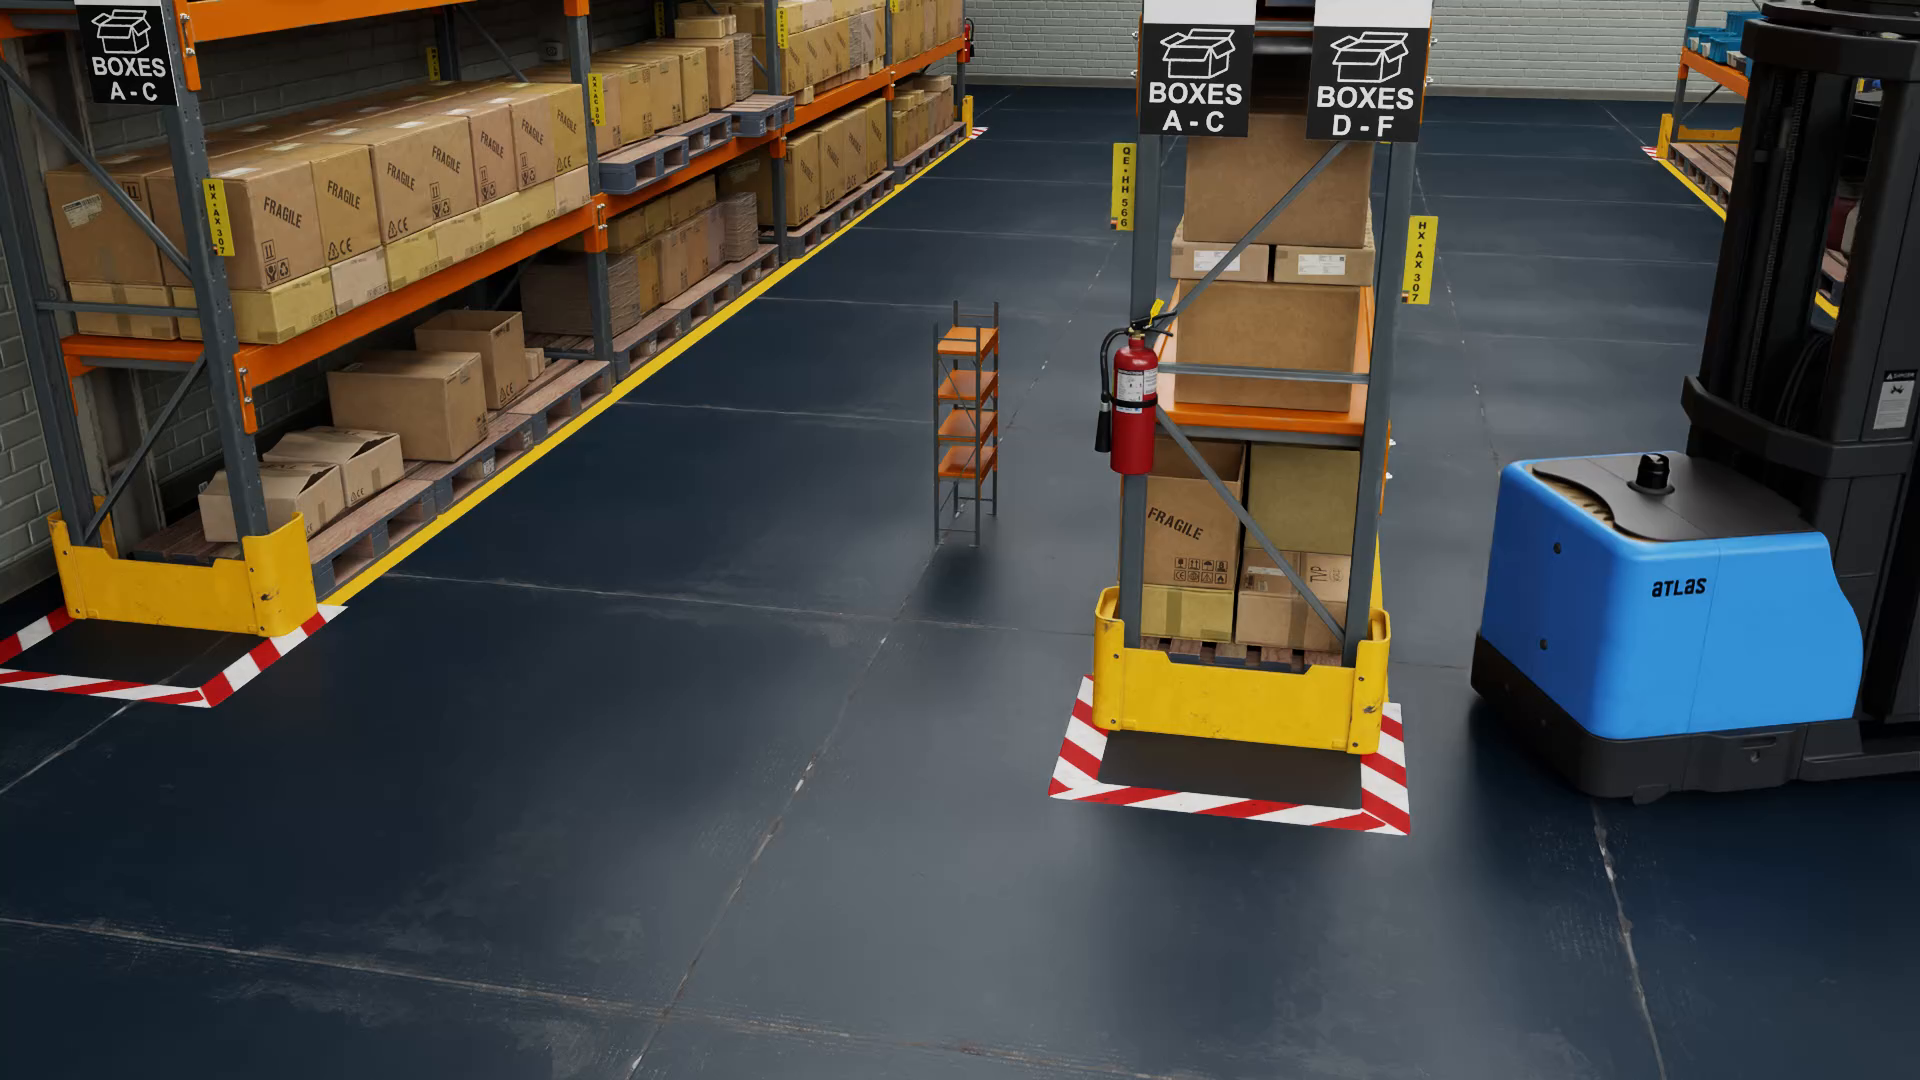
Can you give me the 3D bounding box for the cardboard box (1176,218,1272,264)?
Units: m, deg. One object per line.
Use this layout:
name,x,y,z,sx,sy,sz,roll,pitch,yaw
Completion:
cardboard box,1.097,-1.235,6.904,0.380,0.149,0.250,5,22,12

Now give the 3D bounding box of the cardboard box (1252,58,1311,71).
cardboard box,1.578,-2.036,8.023,0.700,0.500,0.500,4,22,11

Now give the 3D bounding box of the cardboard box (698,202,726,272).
cardboard box,-2.379,-2.538,13.897,0.700,0.500,0.500,4,22,11

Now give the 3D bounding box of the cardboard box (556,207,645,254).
cardboard box,-2.660,-2.301,12.306,0.500,0.250,0.500,4,22,10

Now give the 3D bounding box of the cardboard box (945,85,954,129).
cardboard box,-0.477,-5.638,21.620,0.700,0.500,0.500,4,22,11

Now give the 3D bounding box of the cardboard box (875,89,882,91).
cardboard box,-1.008,-5.349,20.035,0.380,0.149,0.250,5,22,11

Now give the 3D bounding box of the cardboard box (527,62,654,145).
cardboard box,-2.622,-3.115,11.850,0.700,0.500,0.500,7,23,16

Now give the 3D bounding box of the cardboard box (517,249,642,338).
cardboard box,-2.747,-1.792,12.046,0.700,0.500,0.500,5,23,13

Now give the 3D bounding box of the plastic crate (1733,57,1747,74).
plastic crate,8.416,-4.978,17.486,0.437,0.125,0.590,4,22,11

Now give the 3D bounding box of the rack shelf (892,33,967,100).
rack shelf,-0.840,-5.801,20.205,1.077,0.370,4.000,4,22,11

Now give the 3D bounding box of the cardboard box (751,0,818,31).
cardboard box,-1.611,-4.825,15.255,0.500,0.250,0.500,4,22,10

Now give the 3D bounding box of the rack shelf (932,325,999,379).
rack shelf,0.034,-0.982,8.633,0.258,0.148,0.480,4,22,11

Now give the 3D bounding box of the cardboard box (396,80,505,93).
cardboard box,-3.181,-2.609,10.486,0.500,0.500,0.500,4,22,10

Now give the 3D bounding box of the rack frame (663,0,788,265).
rack frame,-2.065,-3.940,14.622,1.000,3.000,0.127,4,22,11

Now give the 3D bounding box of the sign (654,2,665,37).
sign,-2.609,-4.518,14.507,0.100,0.325,0.005,4,22,11

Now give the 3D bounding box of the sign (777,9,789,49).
sign,-1.531,-4.403,14.326,0.100,0.325,0.005,4,22,11

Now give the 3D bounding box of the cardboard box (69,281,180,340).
cardboard box,-3.791,-1.140,7.843,0.500,0.250,0.500,5,22,12

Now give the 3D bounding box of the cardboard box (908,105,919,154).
cardboard box,-0.890,-4.888,19.758,0.700,0.500,0.500,4,22,10

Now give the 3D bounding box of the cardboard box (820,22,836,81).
cardboard box,-1.497,-4.664,15.861,0.500,0.500,0.500,4,22,11

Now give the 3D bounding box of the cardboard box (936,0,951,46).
cardboard box,-0.664,-6.551,20.703,0.980,0.700,0.700,4,22,10

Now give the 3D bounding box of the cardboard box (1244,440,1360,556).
cardboard box,1.581,-0.267,7.617,0.500,0.500,0.500,4,22,11

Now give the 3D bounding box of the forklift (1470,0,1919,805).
forklift,3.753,-0.611,6.448,3.031,2.935,1.130,-4,22,-10

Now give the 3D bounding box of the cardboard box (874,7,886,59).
cardboard box,-1.096,-5.409,17.709,0.500,0.500,0.500,4,22,10

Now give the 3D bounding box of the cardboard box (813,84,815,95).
cardboard box,-1.599,-4.315,15.862,0.380,0.149,0.250,5,22,12

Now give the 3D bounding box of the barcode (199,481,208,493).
barcode,-3.856,-0.259,8.479,0.001,0.075,0.075,4,22,11

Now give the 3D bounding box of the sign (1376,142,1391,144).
sign,2.513,-2.498,9.775,0.100,0.325,0.005,4,22,11

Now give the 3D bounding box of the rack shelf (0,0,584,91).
rack shelf,-3.289,-2.804,8.747,1.077,0.370,4.000,4,22,11

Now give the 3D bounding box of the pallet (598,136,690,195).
pallet,-2.582,-2.657,11.692,1.003,0.211,1.213,4,22,11

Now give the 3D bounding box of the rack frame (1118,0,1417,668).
rack frame,1.153,-0.638,6.423,1.000,3.000,0.127,4,22,11

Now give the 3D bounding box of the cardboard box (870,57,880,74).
cardboard box,-1.069,-5.056,17.703,0.380,0.149,0.250,5,22,12

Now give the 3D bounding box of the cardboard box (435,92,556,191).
cardboard box,-2.771,-2.385,9.931,0.500,0.500,0.500,4,22,11

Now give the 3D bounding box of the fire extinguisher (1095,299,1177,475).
fire extinguisher,0.674,-0.594,6.418,0.296,0.674,0.183,4,22,11

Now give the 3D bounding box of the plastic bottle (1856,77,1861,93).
plastic bottle,8.442,-4.275,15.519,0.144,0.351,0.185,4,22,11

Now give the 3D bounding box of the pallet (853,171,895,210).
pallet,-1.332,-3.822,18.060,1.003,0.211,1.213,4,22,11

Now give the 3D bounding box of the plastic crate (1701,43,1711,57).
plastic crate,8.609,-5.592,18.996,0.250,0.136,0.298,4,22,11

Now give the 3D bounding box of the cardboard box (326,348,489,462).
cardboard box,-3.153,-0.778,9.528,0.700,0.500,0.500,3,22,8

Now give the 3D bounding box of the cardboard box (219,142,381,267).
cardboard box,-3.195,-1.634,8.065,0.500,0.500,0.500,5,22,11

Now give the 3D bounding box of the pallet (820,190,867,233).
pallet,-1.579,-3.374,16.949,1.003,0.211,1.213,4,22,11

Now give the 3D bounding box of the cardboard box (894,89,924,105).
cardboard box,-0.641,-5.307,19.932,0.380,0.149,0.250,4,22,9

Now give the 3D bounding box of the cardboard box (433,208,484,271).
cardboard box,-2.979,-1.670,9.159,0.500,0.250,0.500,5,22,11

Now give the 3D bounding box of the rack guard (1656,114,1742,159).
rack guard,9.259,-4.961,20.502,1.175,0.500,0.348,4,22,11

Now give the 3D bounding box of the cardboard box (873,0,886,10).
cardboard box,-1.093,-5.754,17.563,0.500,0.250,0.500,5,22,12

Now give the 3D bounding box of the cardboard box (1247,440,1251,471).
cardboard box,1.264,-0.674,8.626,0.500,0.500,0.500,4,22,11

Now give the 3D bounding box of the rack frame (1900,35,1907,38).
rack frame,7.634,-3.185,12.747,1.000,3.000,0.127,4,22,11

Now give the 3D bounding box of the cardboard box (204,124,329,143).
cardboard box,-3.595,-1.863,8.635,0.500,0.500,0.500,4,22,9

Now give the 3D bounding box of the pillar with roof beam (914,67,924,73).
pillar with roof beam,3.486,-10.374,22.566,9.100,9.000,0.400,4,22,11

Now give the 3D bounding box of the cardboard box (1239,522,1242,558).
cardboard box,1.064,0.040,7.857,0.500,0.250,0.500,4,22,11

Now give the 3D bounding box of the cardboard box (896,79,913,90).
cardboard box,-0.801,-5.723,20.963,0.380,0.149,0.250,5,22,11

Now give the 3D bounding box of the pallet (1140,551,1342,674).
pallet,1.268,0.372,7.646,1.003,0.211,1.213,4,22,11

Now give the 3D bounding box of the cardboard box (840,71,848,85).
cardboard box,-1.342,-4.689,16.791,0.380,0.149,0.250,4,22,9

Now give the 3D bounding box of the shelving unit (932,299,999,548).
shelving unit,0.034,-0.617,8.780,0.258,1.200,0.503,4,22,11

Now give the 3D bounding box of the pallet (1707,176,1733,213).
pallet,8.562,-3.626,17.575,1.003,0.211,1.213,4,22,11

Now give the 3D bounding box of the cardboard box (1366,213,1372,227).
cardboard box,1.548,-1.300,7.065,0.380,0.149,0.250,5,22,11

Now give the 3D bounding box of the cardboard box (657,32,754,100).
cardboard box,-2.151,-4.018,14.092,0.700,0.500,0.500,2,22,5

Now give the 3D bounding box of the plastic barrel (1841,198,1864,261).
plastic barrel,7.745,-2.619,14.110,0.421,0.512,0.421,0,22,0

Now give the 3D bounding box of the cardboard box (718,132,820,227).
cardboard box,-1.786,-3.397,15.588,0.750,0.750,0.750,4,22,10
